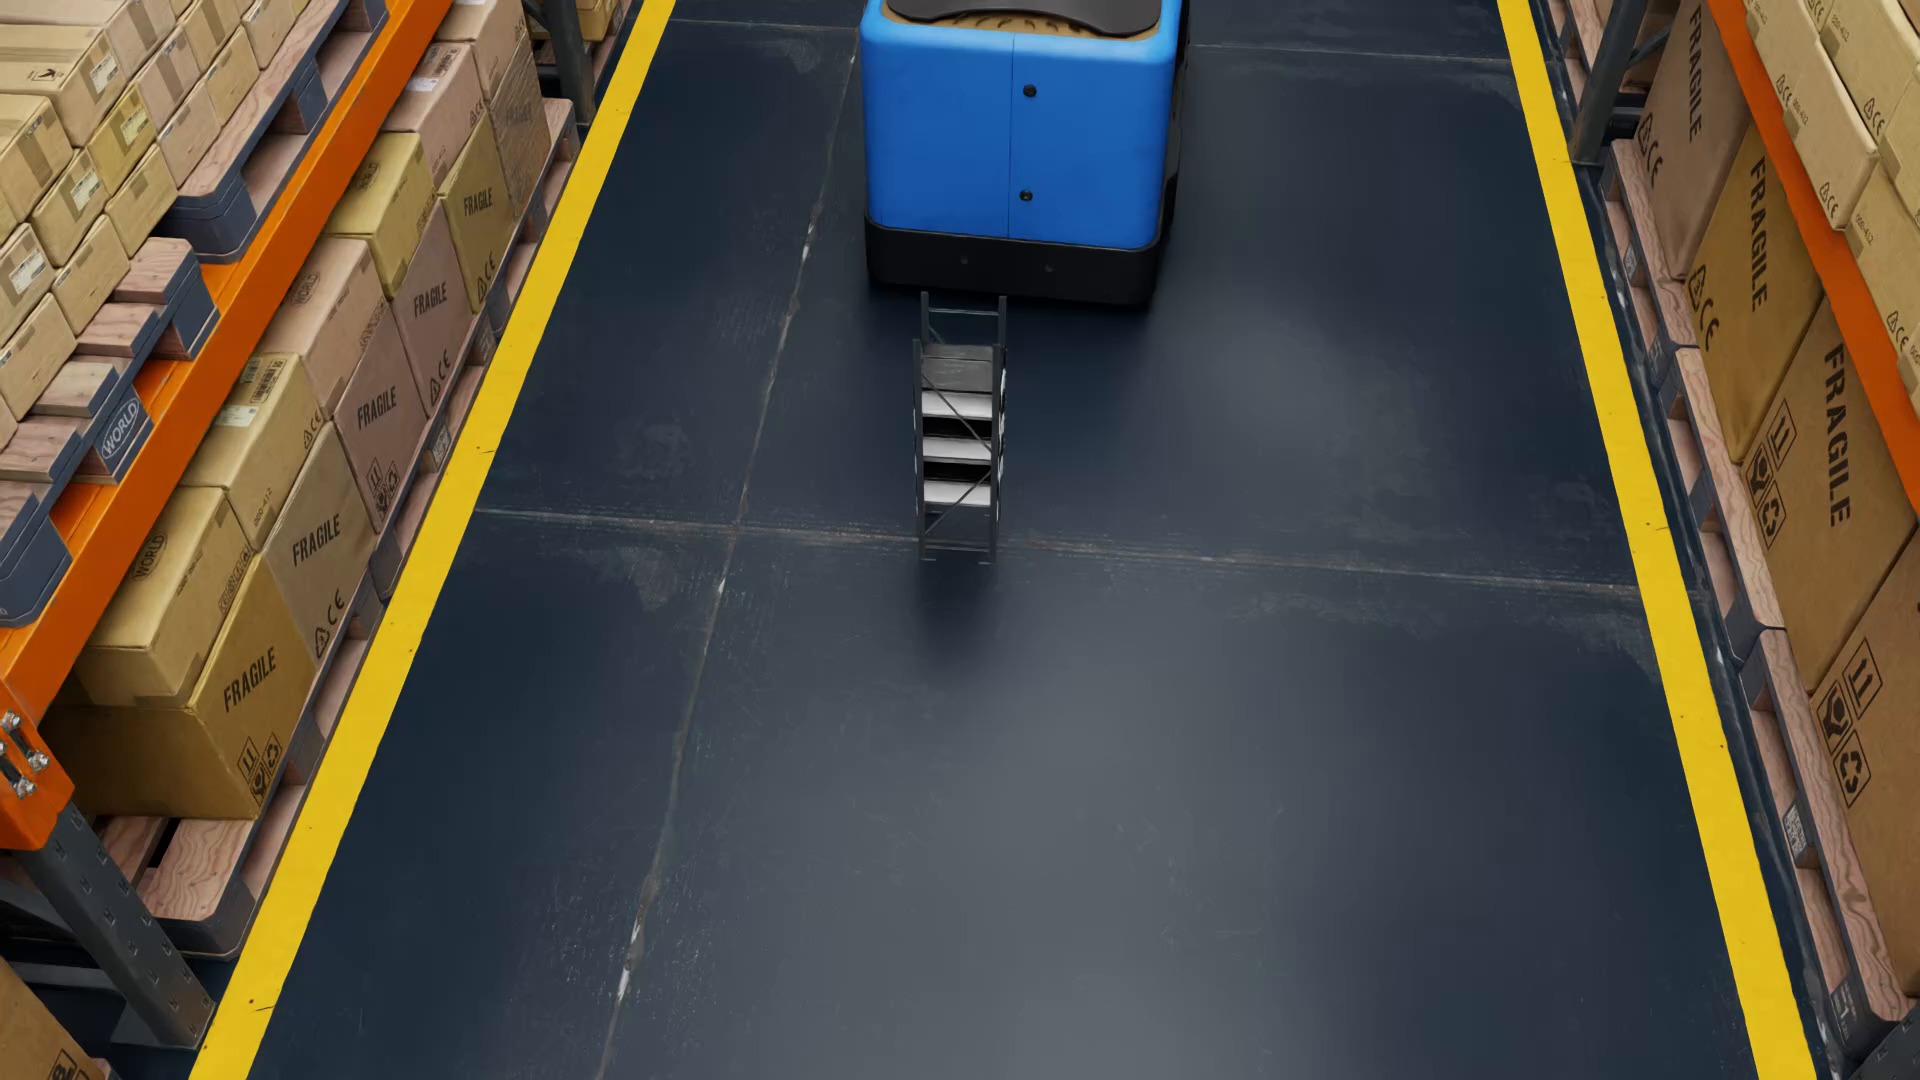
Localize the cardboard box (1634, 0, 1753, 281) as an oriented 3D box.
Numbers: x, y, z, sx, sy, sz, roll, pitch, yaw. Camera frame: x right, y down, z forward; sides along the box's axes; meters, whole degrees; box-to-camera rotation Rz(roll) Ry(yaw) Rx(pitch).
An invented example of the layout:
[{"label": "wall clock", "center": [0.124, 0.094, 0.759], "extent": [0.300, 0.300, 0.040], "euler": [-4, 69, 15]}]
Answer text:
[{"label": "cardboard box", "center": [2.957, -1.475, 5.722], "extent": [0.875, 0.875, 0.875], "euler": [5, 48, 5]}]

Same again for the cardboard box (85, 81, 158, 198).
[{"label": "cardboard box", "center": [-2.059, -0.911, 3.735], "extent": [0.380, 0.149, 0.250], "euler": [4, 48, 4]}]

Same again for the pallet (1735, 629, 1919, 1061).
[{"label": "pallet", "center": [2.716, 0.795, 4.380], "extent": [1.003, 0.211, 1.213], "euler": [4, 48, 4]}]

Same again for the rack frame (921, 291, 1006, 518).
[{"label": "rack frame", "center": [0.010, -0.384, 4.992], "extent": [0.240, 0.900, 0.006], "euler": [4, 48, 4]}]

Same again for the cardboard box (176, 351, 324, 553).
[{"label": "cardboard box", "center": [-2.019, -0.245, 4.343], "extent": [0.500, 0.250, 0.500], "euler": [3, 48, 3]}]

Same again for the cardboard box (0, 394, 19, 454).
[{"label": "cardboard box", "center": [-2.127, -0.203, 3.289], "extent": [0.380, 0.149, 0.250], "euler": [3, 48, 3]}]

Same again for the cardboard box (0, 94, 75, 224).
[{"label": "cardboard box", "center": [-2.085, -0.793, 3.425], "extent": [0.380, 0.149, 0.250], "euler": [4, 48, 3]}]

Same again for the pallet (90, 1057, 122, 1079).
[{"label": "pallet", "center": [-2.516, 1.685, 3.566], "extent": [1.003, 0.211, 1.213], "euler": [4, 48, 4]}]

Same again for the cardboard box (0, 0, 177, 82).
[{"label": "cardboard box", "center": [-2.038, -1.186, 3.785], "extent": [0.380, 0.149, 0.250], "euler": [6, 48, 5]}]

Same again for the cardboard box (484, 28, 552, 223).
[{"label": "cardboard box", "center": [-1.821, -1.507, 6.005], "extent": [0.500, 0.500, 0.500], "euler": [3, 48, 3]}]

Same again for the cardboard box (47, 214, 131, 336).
[{"label": "cardboard box", "center": [-2.079, -0.598, 3.650], "extent": [0.380, 0.149, 0.250], "euler": [6, 48, 5]}]

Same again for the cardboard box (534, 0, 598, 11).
[{"label": "cardboard box", "center": [-1.653, -2.295, 6.762], "extent": [0.380, 0.149, 0.250], "euler": [6, 48, 5]}]

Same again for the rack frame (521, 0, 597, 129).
[{"label": "rack frame", "center": [-2.005, -2.770, 5.751], "extent": [1.000, 3.000, 0.127], "euler": [4, 48, 4]}]

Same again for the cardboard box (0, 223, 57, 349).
[{"label": "cardboard box", "center": [-2.102, -0.529, 3.385], "extent": [0.380, 0.149, 0.250], "euler": [6, 48, 5]}]

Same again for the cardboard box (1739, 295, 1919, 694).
[{"label": "cardboard box", "center": [2.801, -0.154, 4.513], "extent": [0.875, 0.875, 0.875], "euler": [4, 48, 4]}]

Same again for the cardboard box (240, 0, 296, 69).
[{"label": "cardboard box", "center": [-1.983, -1.369, 4.355], "extent": [0.380, 0.149, 0.250], "euler": [2, 48, 2]}]

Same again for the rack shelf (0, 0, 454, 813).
[{"label": "rack shelf", "center": [-2.187, -1.058, 4.672], "extent": [1.077, 0.370, 4.000], "euler": [4, 48, 4]}]

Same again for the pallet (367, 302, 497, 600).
[{"label": "pallet", "center": [-2.183, -0.358, 5.434], "extent": [1.003, 0.211, 1.213], "euler": [4, 48, 4]}]

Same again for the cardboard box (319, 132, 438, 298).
[{"label": "cardboard box", "center": [-1.915, -0.991, 5.025], "extent": [0.500, 0.250, 0.500], "euler": [2, 48, 2]}]

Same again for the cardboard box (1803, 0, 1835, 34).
[{"label": "cardboard box", "center": [2.521, -1.571, 4.417], "extent": [0.500, 0.250, 0.500], "euler": [4, 48, 4]}]

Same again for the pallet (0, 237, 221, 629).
[{"label": "pallet", "center": [-2.410, -0.297, 3.619], "extent": [1.213, 0.211, 1.003], "euler": [4, 48, 4]}]

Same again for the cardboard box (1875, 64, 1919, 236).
[{"label": "cardboard box", "center": [2.430, -0.818, 3.728], "extent": [0.500, 0.250, 0.500], "euler": [3, 48, 3]}]

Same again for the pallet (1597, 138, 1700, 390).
[{"label": "pallet", "center": [2.939, -0.998, 6.020], "extent": [1.003, 0.211, 1.213], "euler": [4, 48, 4]}]

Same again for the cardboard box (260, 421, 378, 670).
[{"label": "cardboard box", "center": [-2.008, -0.001, 4.628], "extent": [0.500, 0.500, 0.500], "euler": [4, 48, 4]}]

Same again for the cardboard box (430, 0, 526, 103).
[{"label": "cardboard box", "center": [-1.821, -1.757, 5.725], "extent": [0.500, 0.250, 0.500], "euler": [3, 48, 2]}]

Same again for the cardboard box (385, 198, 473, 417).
[{"label": "cardboard box", "center": [-1.919, -0.754, 5.316], "extent": [0.500, 0.500, 0.500], "euler": [3, 48, 3]}]

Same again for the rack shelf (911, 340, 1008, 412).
[{"label": "rack shelf", "center": [0.001, -0.469, 4.749], "extent": [0.258, 0.077, 0.200], "euler": [4, 48, 4]}]

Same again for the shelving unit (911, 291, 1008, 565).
[{"label": "shelving unit", "center": [0.001, -0.310, 4.923], "extent": [0.258, 0.900, 0.210], "euler": [4, 48, 4]}]

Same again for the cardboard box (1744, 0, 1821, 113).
[{"label": "cardboard box", "center": [2.523, -1.399, 4.599], "extent": [0.500, 0.250, 0.500], "euler": [4, 48, 3]}]

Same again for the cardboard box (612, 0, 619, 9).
[{"label": "cardboard box", "center": [-1.627, -2.391, 7.052], "extent": [0.380, 0.149, 0.250], "euler": [5, 48, 5]}]

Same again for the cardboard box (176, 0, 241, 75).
[{"label": "cardboard box", "center": [-2.009, -1.276, 4.069], "extent": [0.380, 0.149, 0.250], "euler": [3, 48, 3]}]

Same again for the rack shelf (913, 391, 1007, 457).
[{"label": "rack shelf", "center": [0.001, -0.348, 4.882], "extent": [0.258, 0.077, 0.200], "euler": [4, 48, 4]}]

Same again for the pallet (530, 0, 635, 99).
[{"label": "pallet", "center": [-1.979, -2.325, 7.233], "extent": [1.003, 0.211, 1.213], "euler": [4, 48, 4]}]

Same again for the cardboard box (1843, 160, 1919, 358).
[{"label": "cardboard box", "center": [2.450, -0.656, 3.919], "extent": [0.500, 0.250, 0.500], "euler": [3, 48, 3]}]

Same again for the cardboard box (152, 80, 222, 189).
[{"label": "cardboard box", "center": [-2.034, -0.993, 4.011], "extent": [0.380, 0.149, 0.250], "euler": [5, 48, 5]}]

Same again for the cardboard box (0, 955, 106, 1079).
[{"label": "cardboard box", "center": [-2.514, 1.228, 3.334], "extent": [1.050, 0.750, 0.750], "euler": [3, 48, 3]}]

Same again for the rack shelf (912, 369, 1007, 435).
[{"label": "rack shelf", "center": [0.001, -0.409, 4.815], "extent": [0.258, 0.077, 0.200], "euler": [4, 48, 4]}]

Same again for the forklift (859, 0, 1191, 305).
[{"label": "forklift", "center": [0.385, -2.927, 5.941], "extent": [1.130, 2.935, 3.031], "euler": [6, 48, 6]}]
